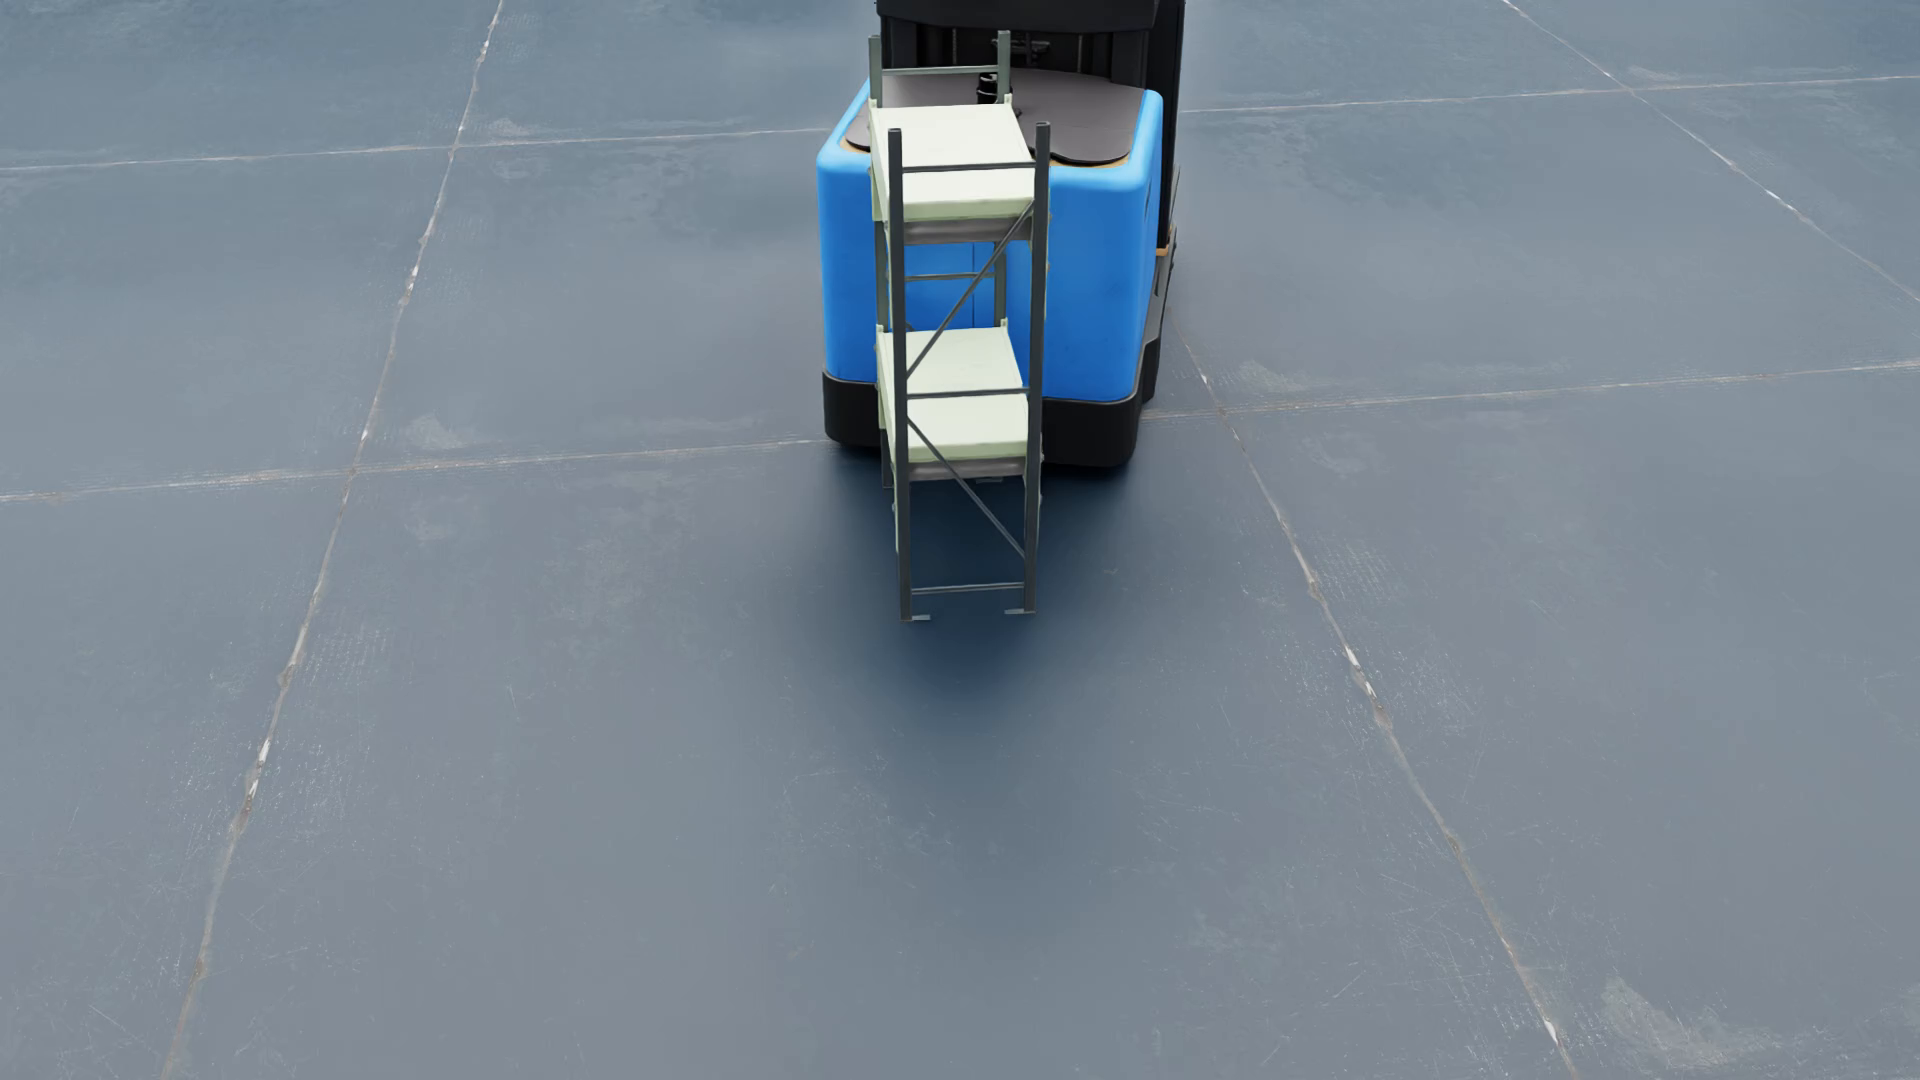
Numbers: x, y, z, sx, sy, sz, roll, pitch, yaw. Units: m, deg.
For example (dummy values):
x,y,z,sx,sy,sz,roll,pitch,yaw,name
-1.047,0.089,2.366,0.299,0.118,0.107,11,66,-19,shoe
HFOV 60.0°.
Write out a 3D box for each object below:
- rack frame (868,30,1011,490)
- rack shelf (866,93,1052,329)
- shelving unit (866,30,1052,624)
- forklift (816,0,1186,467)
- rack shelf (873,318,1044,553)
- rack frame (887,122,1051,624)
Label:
x,y,z,sx,sy,sz,roll,pitch,yaw,name
-0.057,-0.802,5.096,0.400,1.500,0.023,-4,34,-5,rack frame
-0.017,-0.920,4.575,0.431,0.370,0.720,-4,34,-5,rack shelf
-0.017,-0.598,4.795,0.431,1.500,0.755,-4,34,-5,shelving unit
0.299,-2.271,5.980,1.130,2.935,3.031,6,35,8,forklift
-0.017,-0.328,4.979,0.431,0.370,0.720,-4,34,-5,rack shelf
0.023,-0.393,4.494,0.400,1.500,0.023,-4,34,-5,rack frame
